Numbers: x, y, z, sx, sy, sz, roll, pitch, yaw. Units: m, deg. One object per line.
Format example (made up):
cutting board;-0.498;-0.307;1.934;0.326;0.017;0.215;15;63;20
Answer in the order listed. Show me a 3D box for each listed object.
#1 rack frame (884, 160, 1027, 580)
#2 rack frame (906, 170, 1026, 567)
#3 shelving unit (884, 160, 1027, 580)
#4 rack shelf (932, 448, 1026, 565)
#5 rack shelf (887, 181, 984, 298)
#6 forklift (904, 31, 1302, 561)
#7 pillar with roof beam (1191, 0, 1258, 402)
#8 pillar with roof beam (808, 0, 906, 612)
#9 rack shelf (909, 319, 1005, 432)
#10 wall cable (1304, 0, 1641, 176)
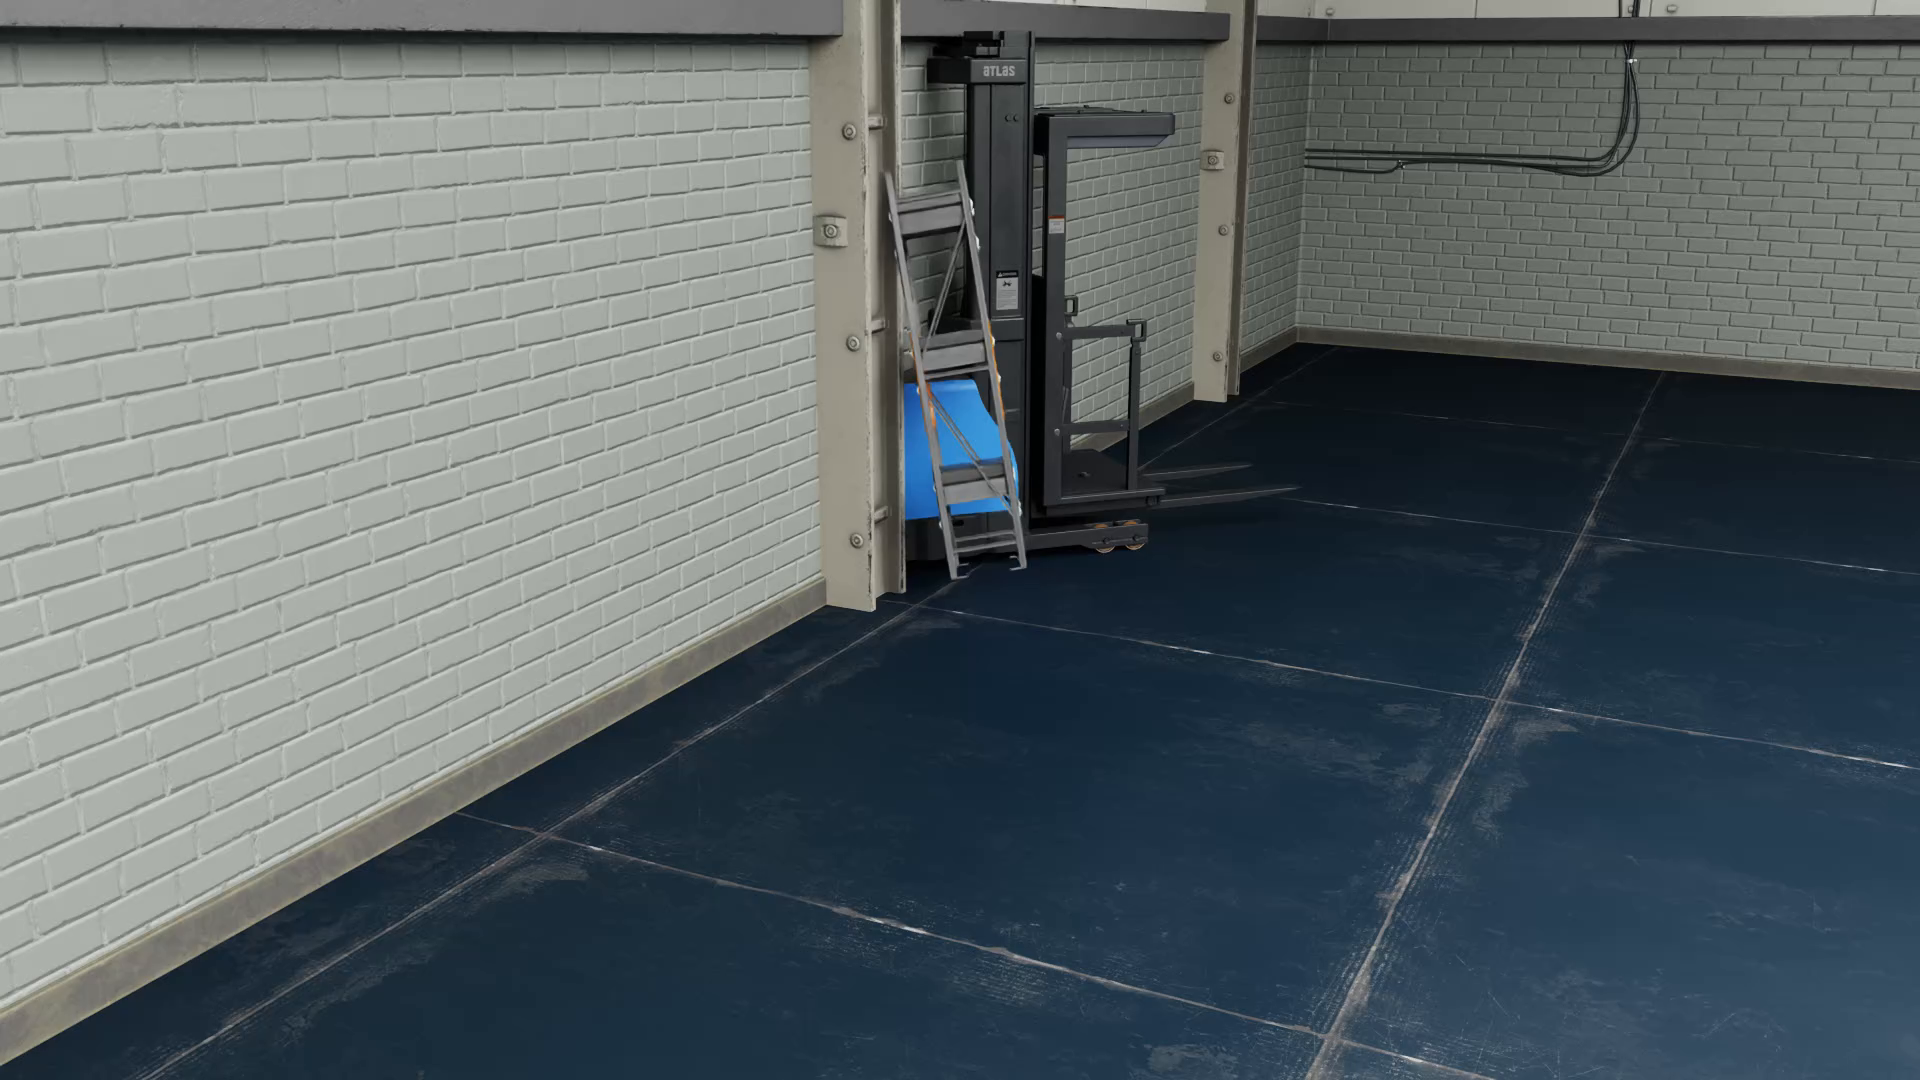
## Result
rack frame;-0.017;-0.853;8.503;0.400;2.100;0.015;-9;7;2
rack frame;-0.006;-0.912;8.988;0.400;2.100;0.015;-9;7;2
shelving unit;-0.011;-0.883;8.746;0.431;2.100;0.503;-9;7;2
rack shelf;0.103;-0.183;8.828;0.431;0.518;0.480;-9;7;2
rack shelf;-0.121;-1.555;8.666;0.431;0.518;0.480;-9;7;2
forklift;0.591;-1.465;9.807;3.031;2.935;1.130;-6;17;-19
pillar with roof beam;6.015;-4.986;11.007;9.100;9.000;0.400;8;18;25
pillar with roof beam;3.334;-3.458;5.861;9.100;9.000;0.400;8;18;25
rack shelf;-0.009;-0.869;8.747;0.431;0.518;0.480;-9;7;2
wall cable;4.663;-4.627;15.253;3.097;2.526;0.112;8;18;25
